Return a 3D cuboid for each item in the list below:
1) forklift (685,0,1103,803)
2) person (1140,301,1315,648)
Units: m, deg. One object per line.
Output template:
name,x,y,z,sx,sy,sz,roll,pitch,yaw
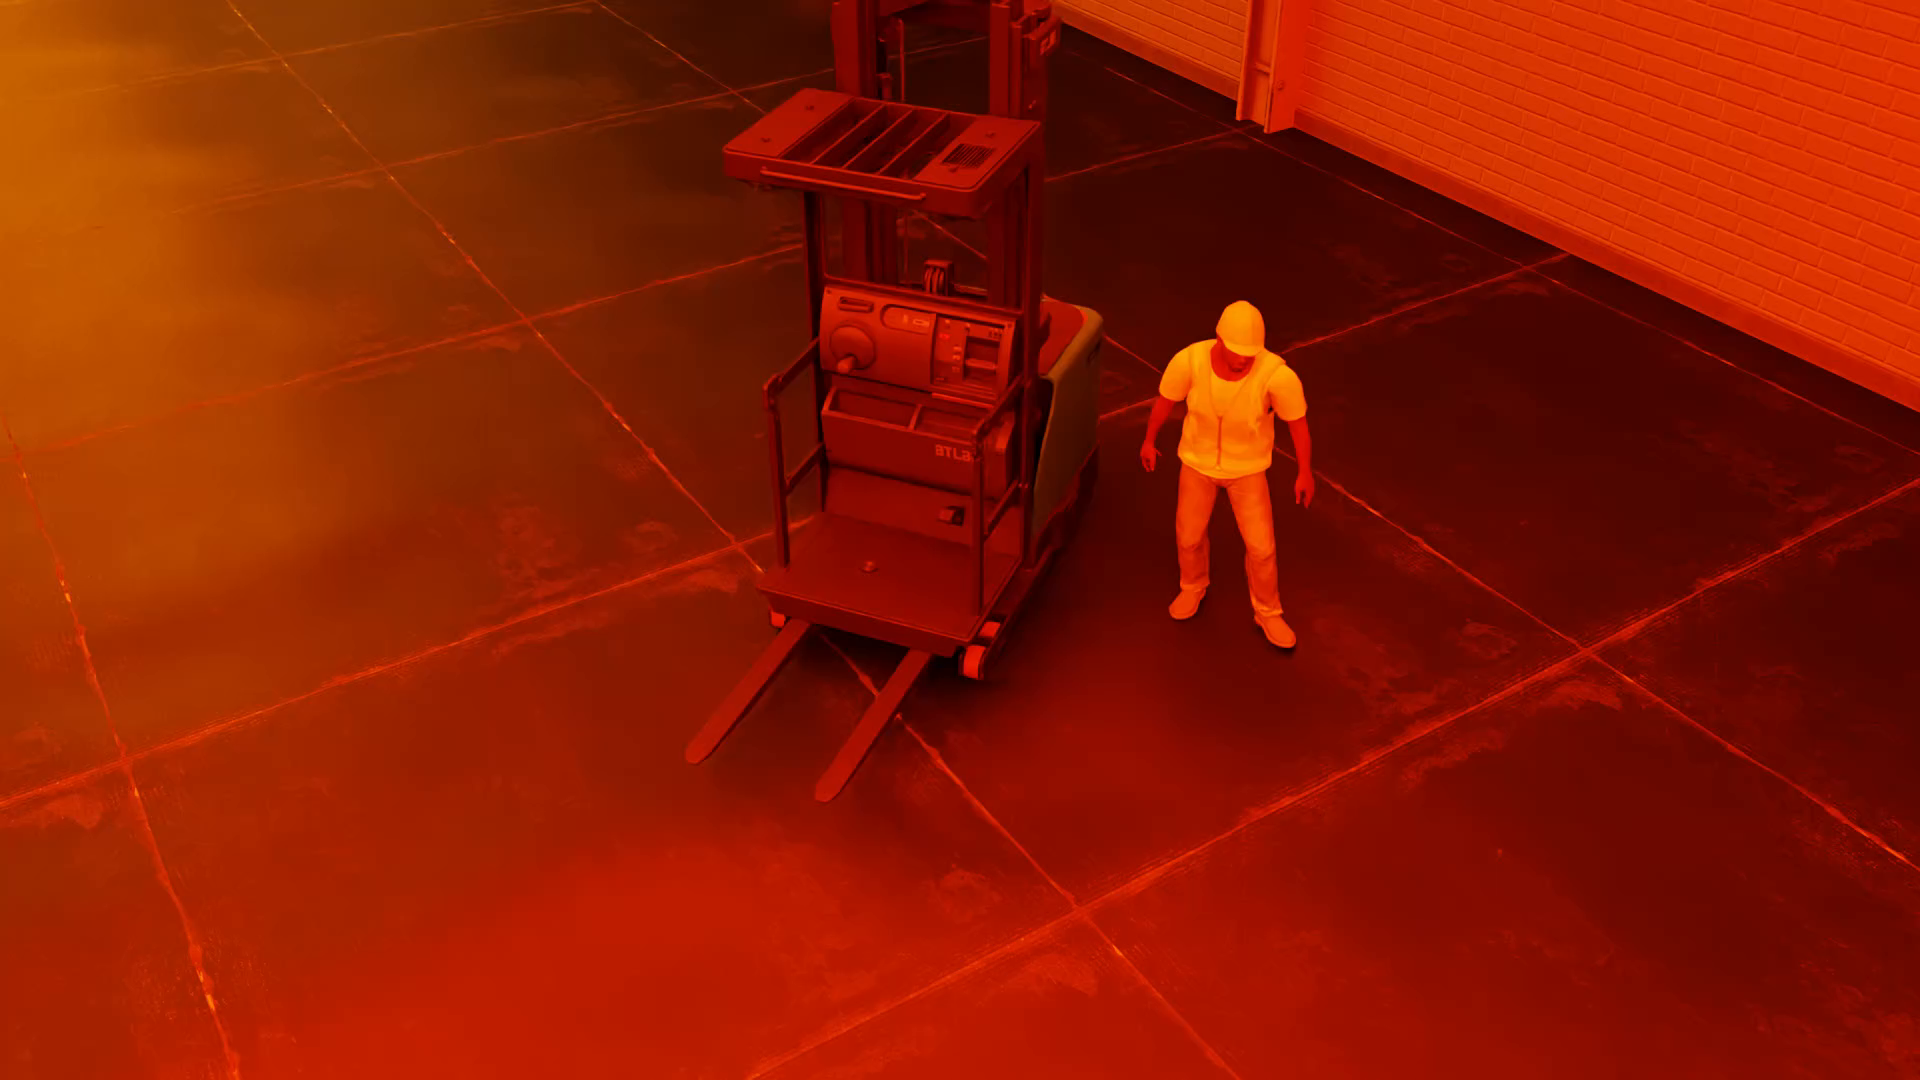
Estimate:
forklift,-0.277,-0.824,7.320,1.130,2.935,3.031,13,37,18
person,1.230,-0.333,7.664,0.866,1.732,0.444,11,37,15
